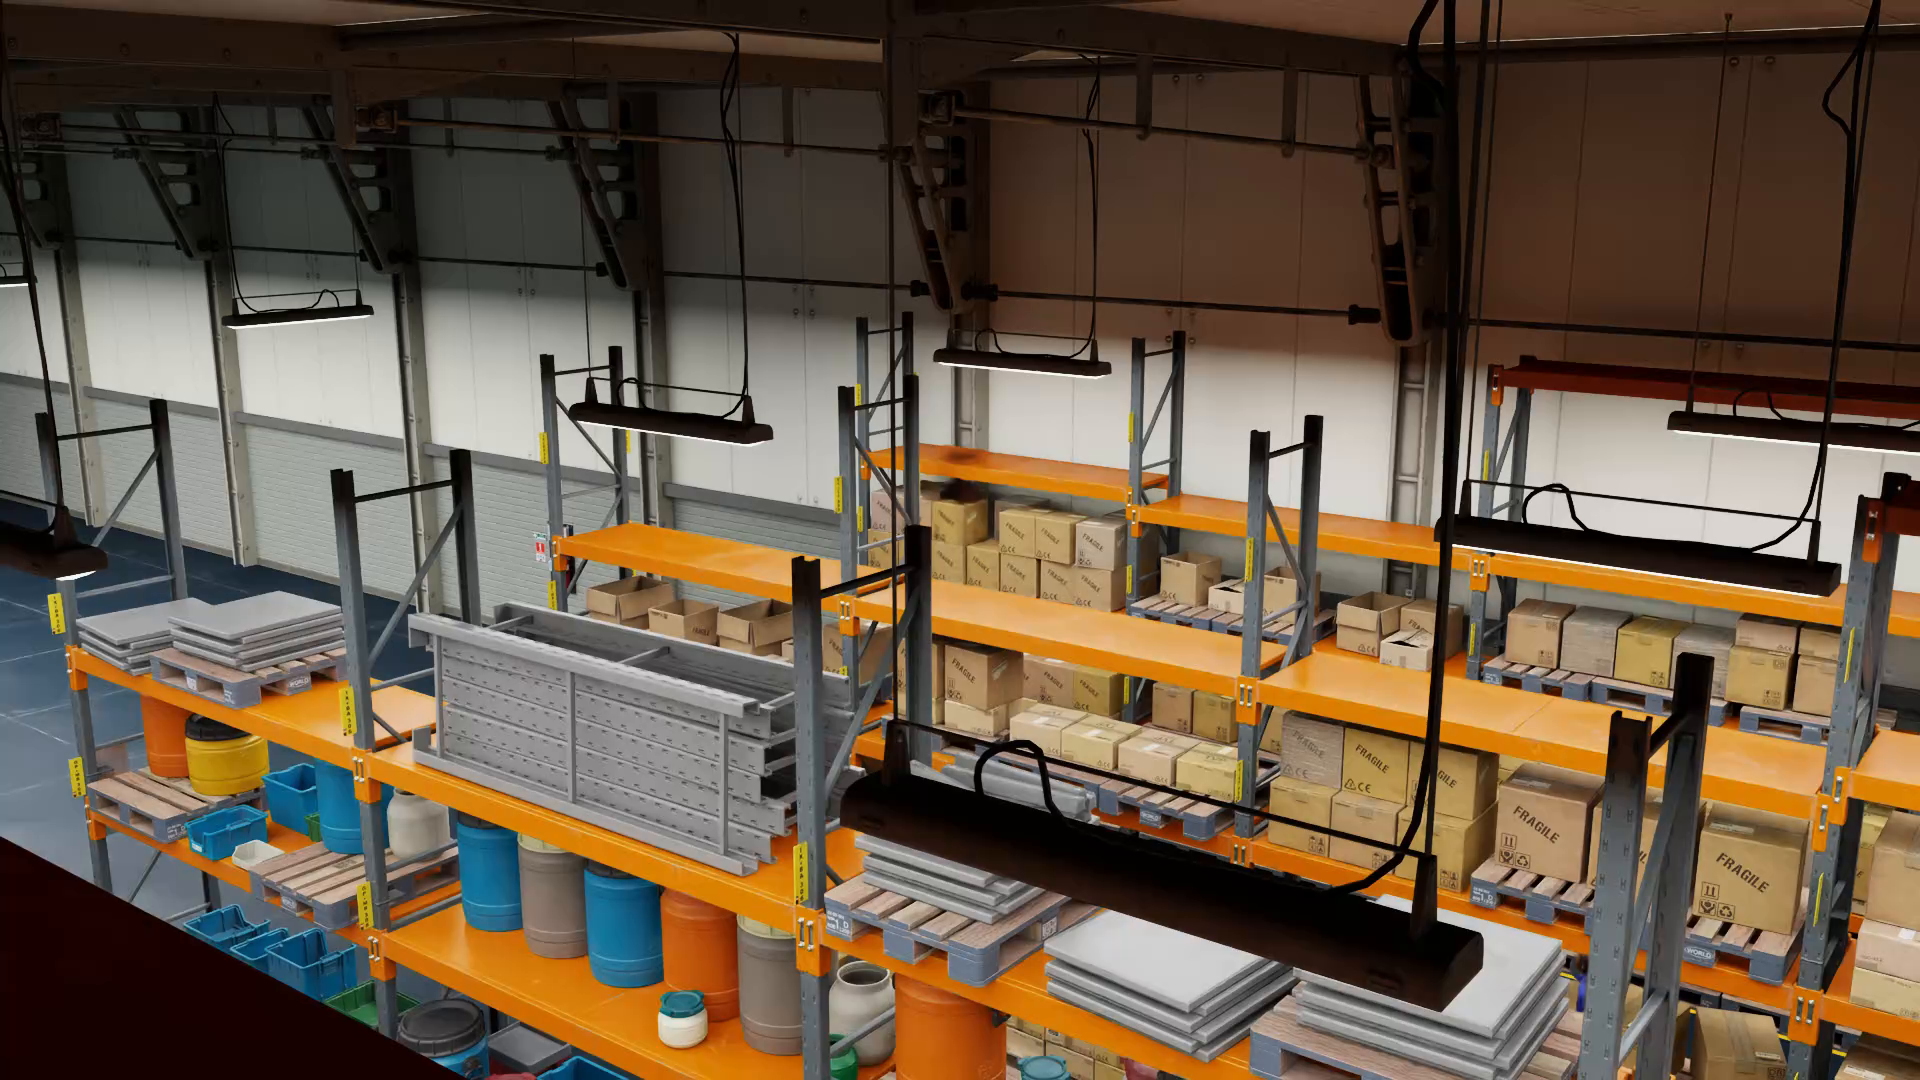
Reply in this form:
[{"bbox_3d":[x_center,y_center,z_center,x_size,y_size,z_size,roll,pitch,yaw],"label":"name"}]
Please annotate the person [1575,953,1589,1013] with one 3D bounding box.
[{"bbox_3d":[5.135,4.119,13.769,1.028,1.609,0.590,10,16,37],"label":"person"}]
